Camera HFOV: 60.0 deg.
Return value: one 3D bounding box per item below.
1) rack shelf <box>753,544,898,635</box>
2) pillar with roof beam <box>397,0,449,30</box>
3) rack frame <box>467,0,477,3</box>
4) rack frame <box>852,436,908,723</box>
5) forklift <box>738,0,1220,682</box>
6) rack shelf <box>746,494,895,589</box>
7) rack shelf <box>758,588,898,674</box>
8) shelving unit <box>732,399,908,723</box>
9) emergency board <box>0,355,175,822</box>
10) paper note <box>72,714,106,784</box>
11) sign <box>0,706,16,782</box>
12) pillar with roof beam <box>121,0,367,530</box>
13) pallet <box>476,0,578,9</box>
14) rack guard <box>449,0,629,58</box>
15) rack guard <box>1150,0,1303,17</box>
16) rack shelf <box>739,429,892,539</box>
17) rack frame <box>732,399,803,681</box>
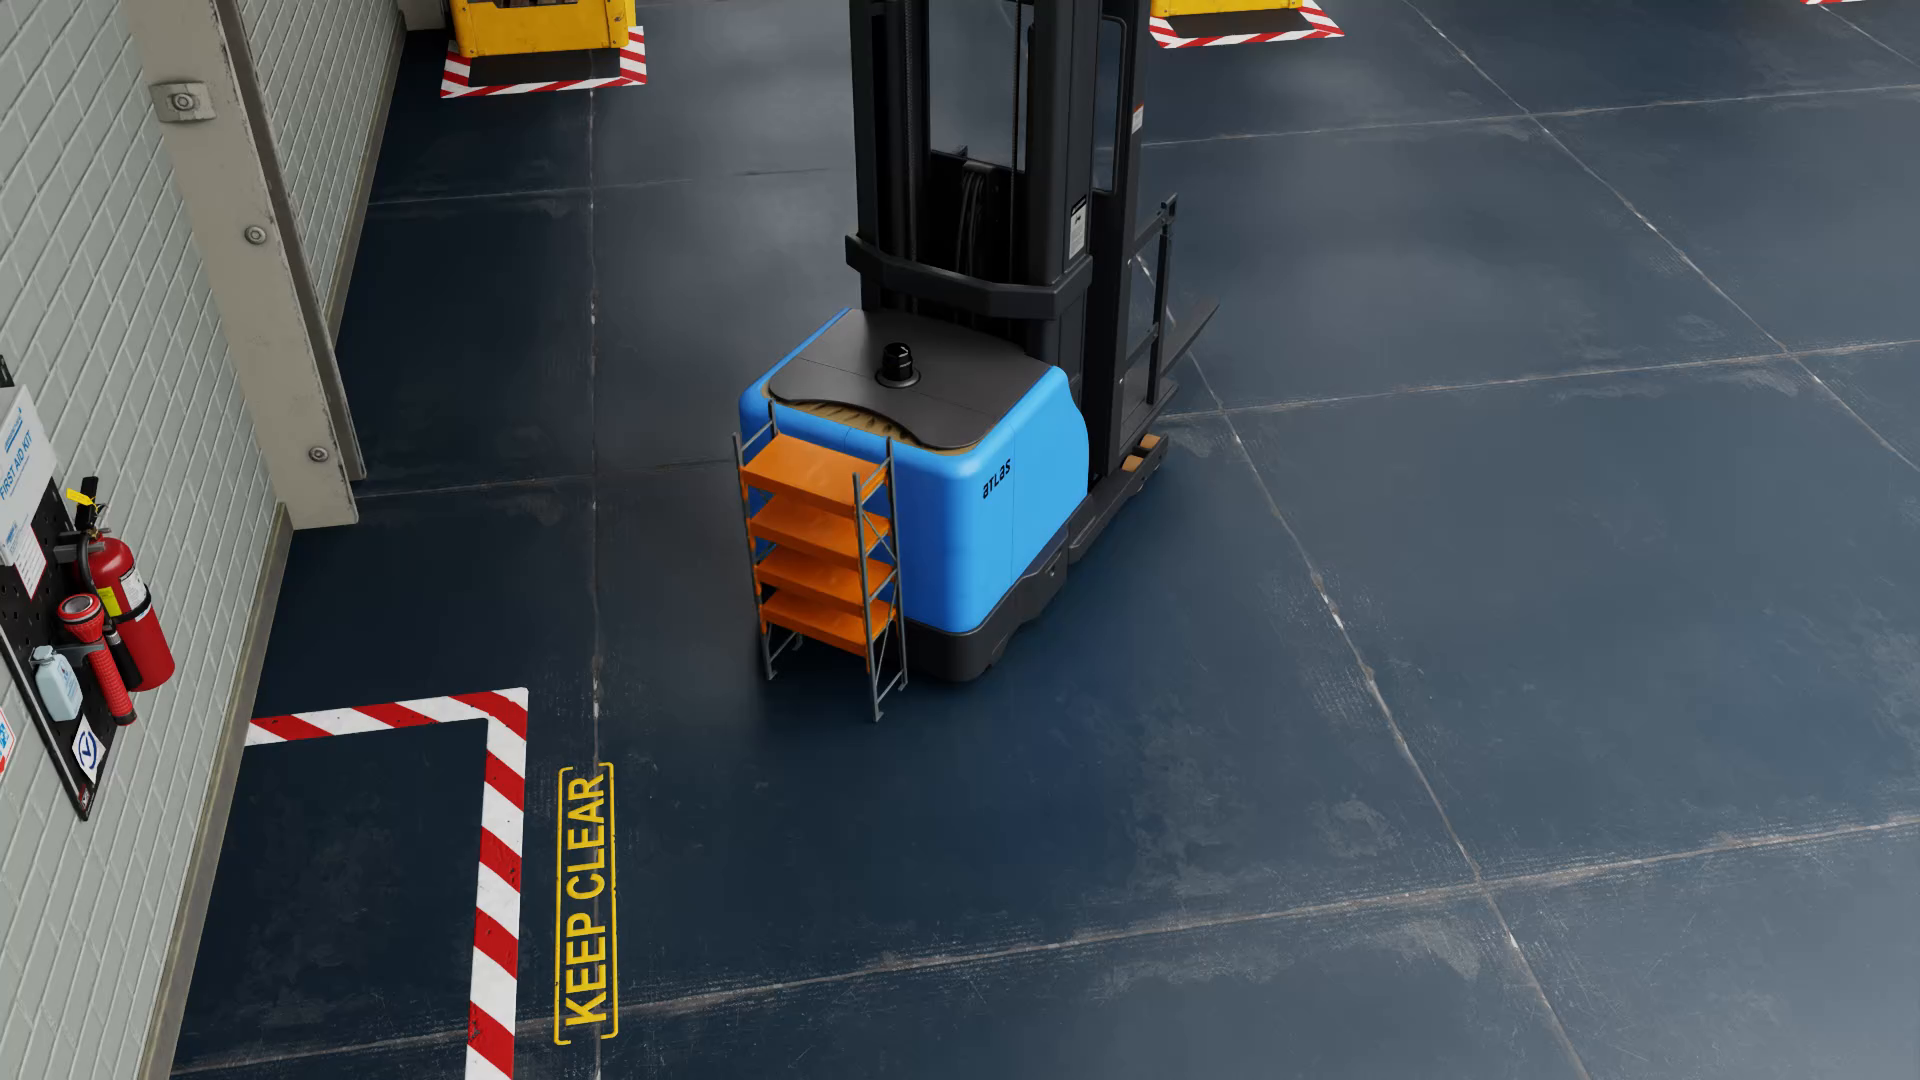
[{"bbox_3d":[-0.496,0.149,6.180,0.480,0.148,0.258,19,44,22],"label":"rack shelf"},{"bbox_3d":[0.338,-7.818,9.979,9.100,9.000,0.400,-6,38,-8],"label":"pillar with roof beam"},{"bbox_3d":[-2.926,-4.656,10.799,1.000,3.000,0.127,-6,38,-8],"label":"rack frame"},{"bbox_3d":[-0.283,0.169,6.044,0.015,1.200,0.240,19,44,22],"label":"rack frame"},{"bbox_3d":[0.303,-1.497,6.787,1.130,2.935,3.031,19,42,22],"label":"forklift"},{"bbox_3d":[-0.501,-0.022,6.035,0.480,0.148,0.258,19,44,22],"label":"rack shelf"},{"bbox_3d":[-0.491,0.300,6.308,0.480,0.148,0.258,19,44,22],"label":"rack shelf"},{"bbox_3d":[-0.497,0.097,6.136,0.503,1.200,0.258,19,44,22],"label":"shelving unit"},{"bbox_3d":[-2.453,0.135,4.632,0.194,1.169,0.643,-6,38,-8],"label":"emergency board"},{"bbox_3d":[-2.490,0.597,4.755,0.016,0.148,0.142,-6,38,-8],"label":"paper note"},{"bbox_3d":[-2.458,0.466,4.177,0.001,0.329,0.234,-6,38,-8],"label":"sign"},{"bbox_3d":[1.390,-4.194,5.314,9.100,9.000,0.400,-6,38,-8],"label":"pillar with roof beam"},{"bbox_3d":[-3.047,-4.096,12.350,1.003,0.211,1.213,-6,38,-8],"label":"pallet"},{"bbox_3d":[-2.940,-3.715,11.625,1.175,0.500,0.348,-6,38,-8],"label":"rack guard"},{"bbox_3d":[1.954,-4.190,12.236,1.175,0.500,0.348,-6,38,-8],"label":"rack guard"},{"bbox_3d":[-0.507,-0.202,5.882,0.480,0.148,0.258,19,44,22],"label":"rack shelf"},{"bbox_3d":[-0.711,0.026,6.229,0.015,1.200,0.240,19,44,22],"label":"rack frame"}]
